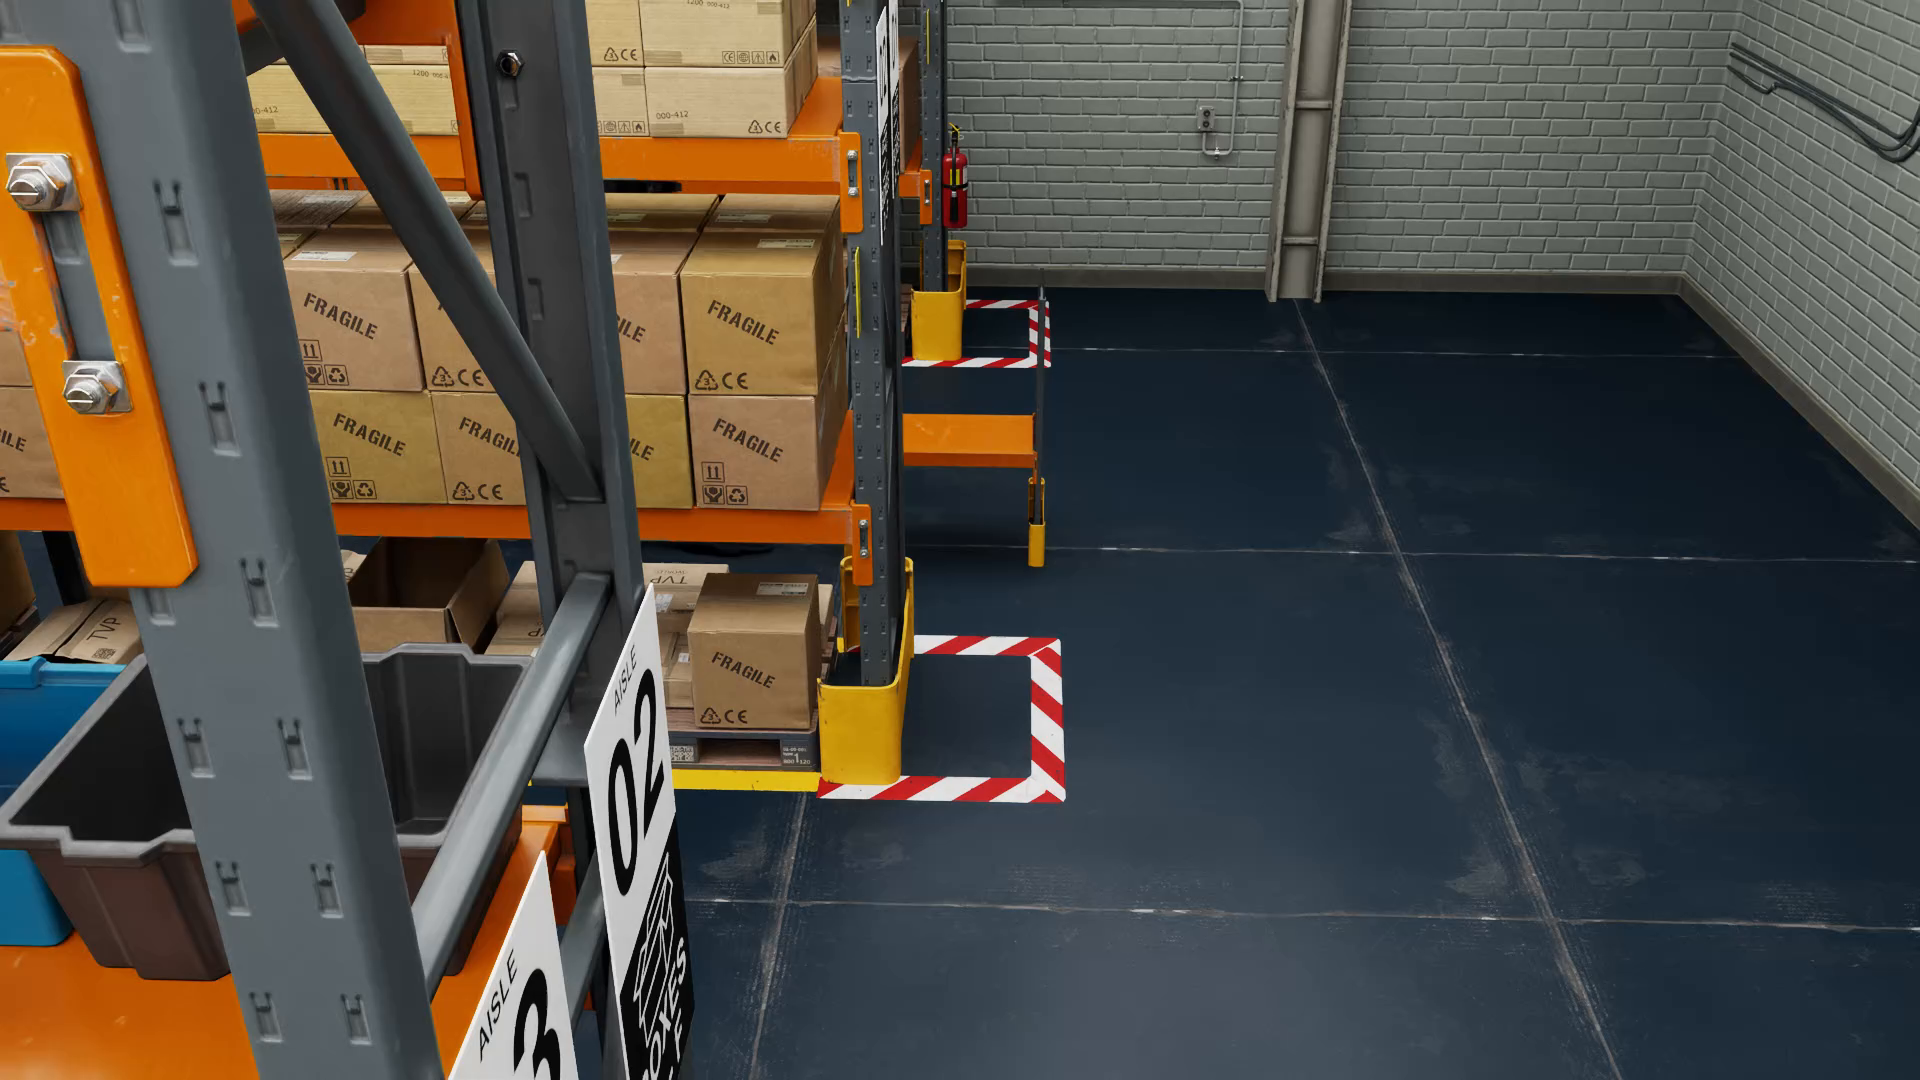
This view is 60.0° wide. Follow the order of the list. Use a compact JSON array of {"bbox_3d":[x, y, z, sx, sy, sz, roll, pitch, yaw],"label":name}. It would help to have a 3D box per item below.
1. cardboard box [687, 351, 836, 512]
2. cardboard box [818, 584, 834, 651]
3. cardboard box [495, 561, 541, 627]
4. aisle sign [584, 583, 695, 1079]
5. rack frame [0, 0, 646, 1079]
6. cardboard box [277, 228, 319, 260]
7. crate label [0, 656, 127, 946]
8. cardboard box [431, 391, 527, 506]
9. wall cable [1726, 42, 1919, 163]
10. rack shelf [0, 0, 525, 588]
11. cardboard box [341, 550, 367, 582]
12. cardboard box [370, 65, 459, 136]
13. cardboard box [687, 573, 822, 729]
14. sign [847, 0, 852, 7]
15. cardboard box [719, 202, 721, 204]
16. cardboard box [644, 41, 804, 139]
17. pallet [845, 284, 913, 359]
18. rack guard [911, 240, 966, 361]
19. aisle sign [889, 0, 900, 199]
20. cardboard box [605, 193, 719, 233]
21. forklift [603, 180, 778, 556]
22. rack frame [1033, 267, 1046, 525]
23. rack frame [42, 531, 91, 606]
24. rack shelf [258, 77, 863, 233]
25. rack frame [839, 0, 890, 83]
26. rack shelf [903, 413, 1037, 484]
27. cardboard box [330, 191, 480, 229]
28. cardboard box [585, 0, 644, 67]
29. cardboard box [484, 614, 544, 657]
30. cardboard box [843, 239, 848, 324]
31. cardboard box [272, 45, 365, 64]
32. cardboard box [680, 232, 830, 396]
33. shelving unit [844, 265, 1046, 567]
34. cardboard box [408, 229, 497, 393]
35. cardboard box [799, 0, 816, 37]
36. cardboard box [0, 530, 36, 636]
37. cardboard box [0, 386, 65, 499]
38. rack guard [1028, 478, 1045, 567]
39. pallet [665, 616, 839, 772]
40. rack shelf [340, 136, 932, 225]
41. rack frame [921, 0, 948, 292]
[{"bbox_3d":[-0.798,-0.456,6.801,0.500,0.500,0.500,2,28,3],"label":"cardboard box"},{"bbox_3d":[-0.747,0.365,7.932,0.250,0.149,0.380,1,28,2],"label":"cardboard box"},{"bbox_3d":[-1.873,0.330,7.891,0.500,0.250,0.500,1,28,2],"label":"cardboard box"},{"bbox_3d":[-0.437,0.500,2.329,0.004,0.787,0.394,1,28,2],"label":"aisle sign"},{"bbox_3d":[-0.519,-0.864,1.273,0.127,3.000,1.000,1,28,2],"label":"rack frame"},{"bbox_3d":[-2.848,-0.928,6.623,0.500,0.500,0.500,0,28,0],"label":"cardboard box"},{"bbox_3d":[-1.430,0.360,2.324,0.502,0.251,0.408,1,28,2],"label":"crate label"},{"bbox_3d":[-1.815,-0.474,6.835,0.500,0.500,0.500,1,28,2],"label":"cardboard box"},{"bbox_3d":[5.470,-3.869,10.256,0.112,2.526,3.097,1,28,2],"label":"wall cable"},{"bbox_3d":[-2.518,-0.403,1.597,4.000,0.370,1.077,1,28,2],"label":"rack shelf"},{"bbox_3d":[-3.009,0.284,7.912,0.500,0.311,0.500,1,28,2],"label":"cardboard box"},{"bbox_3d":[-1.863,-1.692,6.196,0.500,0.250,0.500,1,28,2],"label":"cardboard box"},{"bbox_3d":[-0.893,0.484,7.333,0.500,0.500,0.500,1,28,2],"label":"cardboard box"},{"bbox_3d":[-0.380,-1.989,5.652,0.005,0.325,0.100,1,28,2],"label":"sign"},{"bbox_3d":[-1.751,-2.291,11.897,0.250,0.149,0.380,1,28,3],"label":"cardboard box"},{"bbox_3d":[-0.863,-1.676,6.167,0.500,0.250,0.500,1,28,2],"label":"cardboard box"},{"bbox_3d":[-0.971,-1.595,12.034,1.213,0.211,1.003,1,28,2],"label":"pallet"},{"bbox_3d":[-0.146,-1.746,12.010,0.348,0.500,1.175,1,28,2],"label":"rack guard"},{"bbox_3d":[-0.262,-1.817,6.700,0.004,0.787,0.394,1,28,2],"label":"aisle sign"},{"bbox_3d":[-1.298,-1.154,7.050,0.500,0.500,0.500,1,28,2],"label":"cardboard box"},{"bbox_3d":[-2.326,-1.597,9.133,3.031,2.935,1.130,8,29,15],"label":"forklift"},{"bbox_3d":[0.423,-0.656,8.886,0.032,1.500,0.500,1,28,2],"label":"rack frame"},{"bbox_3d":[-4.338,-0.598,7.176,0.127,3.000,1.000,1,28,2],"label":"rack frame"},{"bbox_3d":[-2.339,-1.573,6.580,4.000,0.370,1.077,1,28,2],"label":"rack shelf"},{"bbox_3d":[-0.341,-3.183,5.646,0.127,3.000,1.000,1,28,2],"label":"rack frame"},{"bbox_3d":[-0.085,-0.505,8.986,1.000,0.185,0.538,1,28,2],"label":"rack shelf"},{"bbox_3d":[-2.305,-1.173,7.085,0.500,0.500,0.500,1,28,1],"label":"cardboard box"},{"bbox_3d":[-1.363,-1.909,6.073,0.500,0.250,0.500,1,28,2],"label":"cardboard box"},{"bbox_3d":[-1.841,0.565,7.448,0.500,0.250,0.500,1,28,2],"label":"cardboard box"},{"bbox_3d":[-0.873,-1.897,11.846,0.500,0.500,0.700,1,28,2],"label":"cardboard box"},{"bbox_3d":[-2.362,-1.925,6.102,0.500,0.250,0.500,1,28,2],"label":"cardboard box"},{"bbox_3d":[-0.795,-0.897,6.565,0.500,0.500,0.500,1,28,1],"label":"cardboard box"},{"bbox_3d":[-0.076,-0.664,8.901,1.083,1.500,0.587,1,28,2],"label":"shelving unit"},{"bbox_3d":[-1.818,-0.911,6.592,0.500,0.500,0.500,2,28,3],"label":"cardboard box"},{"bbox_3d":[-0.845,-2.142,6.513,0.500,0.250,0.500,1,28,2],"label":"cardboard box"},{"bbox_3d":[-4.813,0.190,7.889,0.500,0.500,0.500,0,28,-1],"label":"cardboard box"},{"bbox_3d":[-3.838,-0.507,6.896,0.500,0.500,0.500,2,28,3],"label":"cardboard box"},{"bbox_3d":[0.422,-0.103,9.178,0.087,0.250,0.587,1,28,2],"label":"rack guard"},{"bbox_3d":[-1.213,0.686,7.731,1.213,0.211,1.003,1,28,2],"label":"pallet"},{"bbox_3d":[-2.168,-2.566,11.656,4.000,0.370,1.077,1,28,2],"label":"rack shelf"},{"bbox_3d":[-0.170,-2.851,11.425,0.127,3.000,1.000,1,28,2],"label":"rack frame"}]
